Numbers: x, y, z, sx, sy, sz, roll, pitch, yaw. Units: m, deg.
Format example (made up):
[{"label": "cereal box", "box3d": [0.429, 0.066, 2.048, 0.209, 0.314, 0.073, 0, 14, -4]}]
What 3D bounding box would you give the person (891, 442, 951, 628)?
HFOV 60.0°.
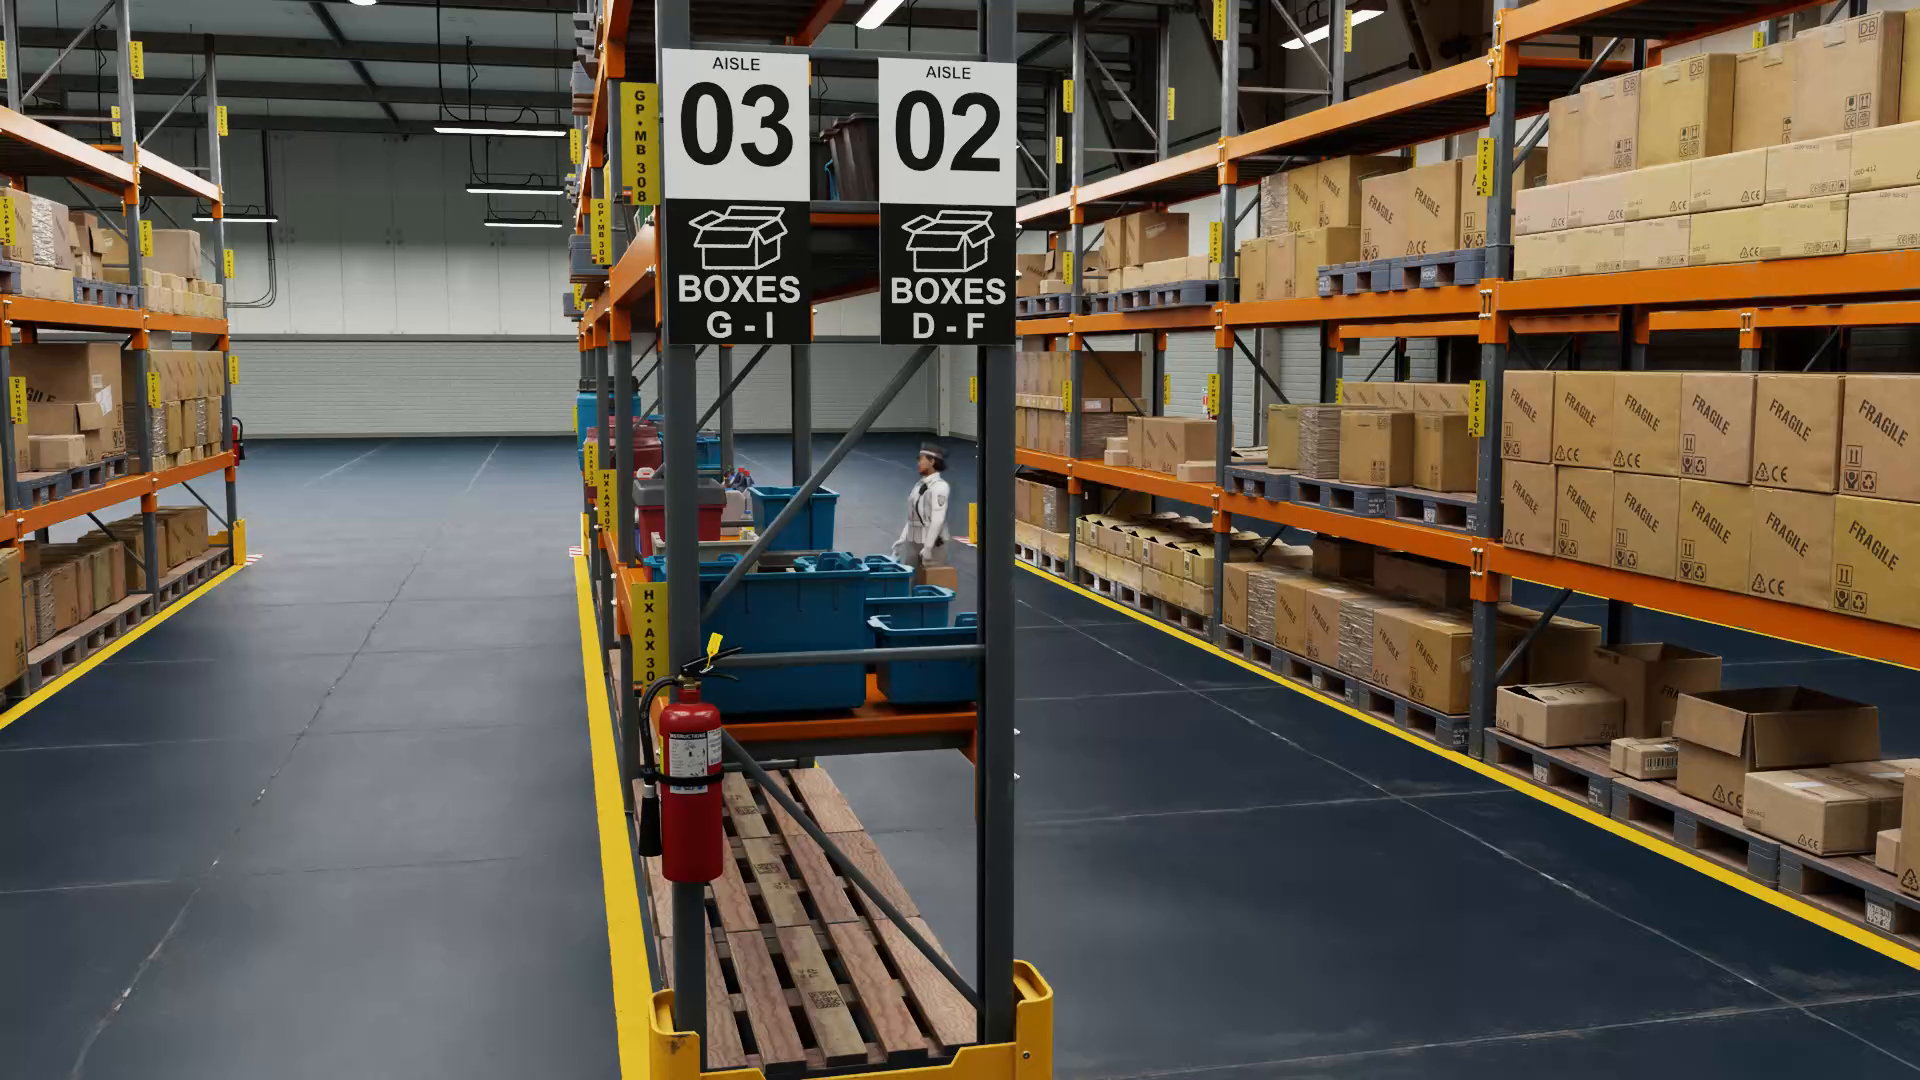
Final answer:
[{"label": "person", "box3d": [-0.297, 0.067, 13.293, 0.533, 1.694, 0.501, -4, 7, -30]}]
